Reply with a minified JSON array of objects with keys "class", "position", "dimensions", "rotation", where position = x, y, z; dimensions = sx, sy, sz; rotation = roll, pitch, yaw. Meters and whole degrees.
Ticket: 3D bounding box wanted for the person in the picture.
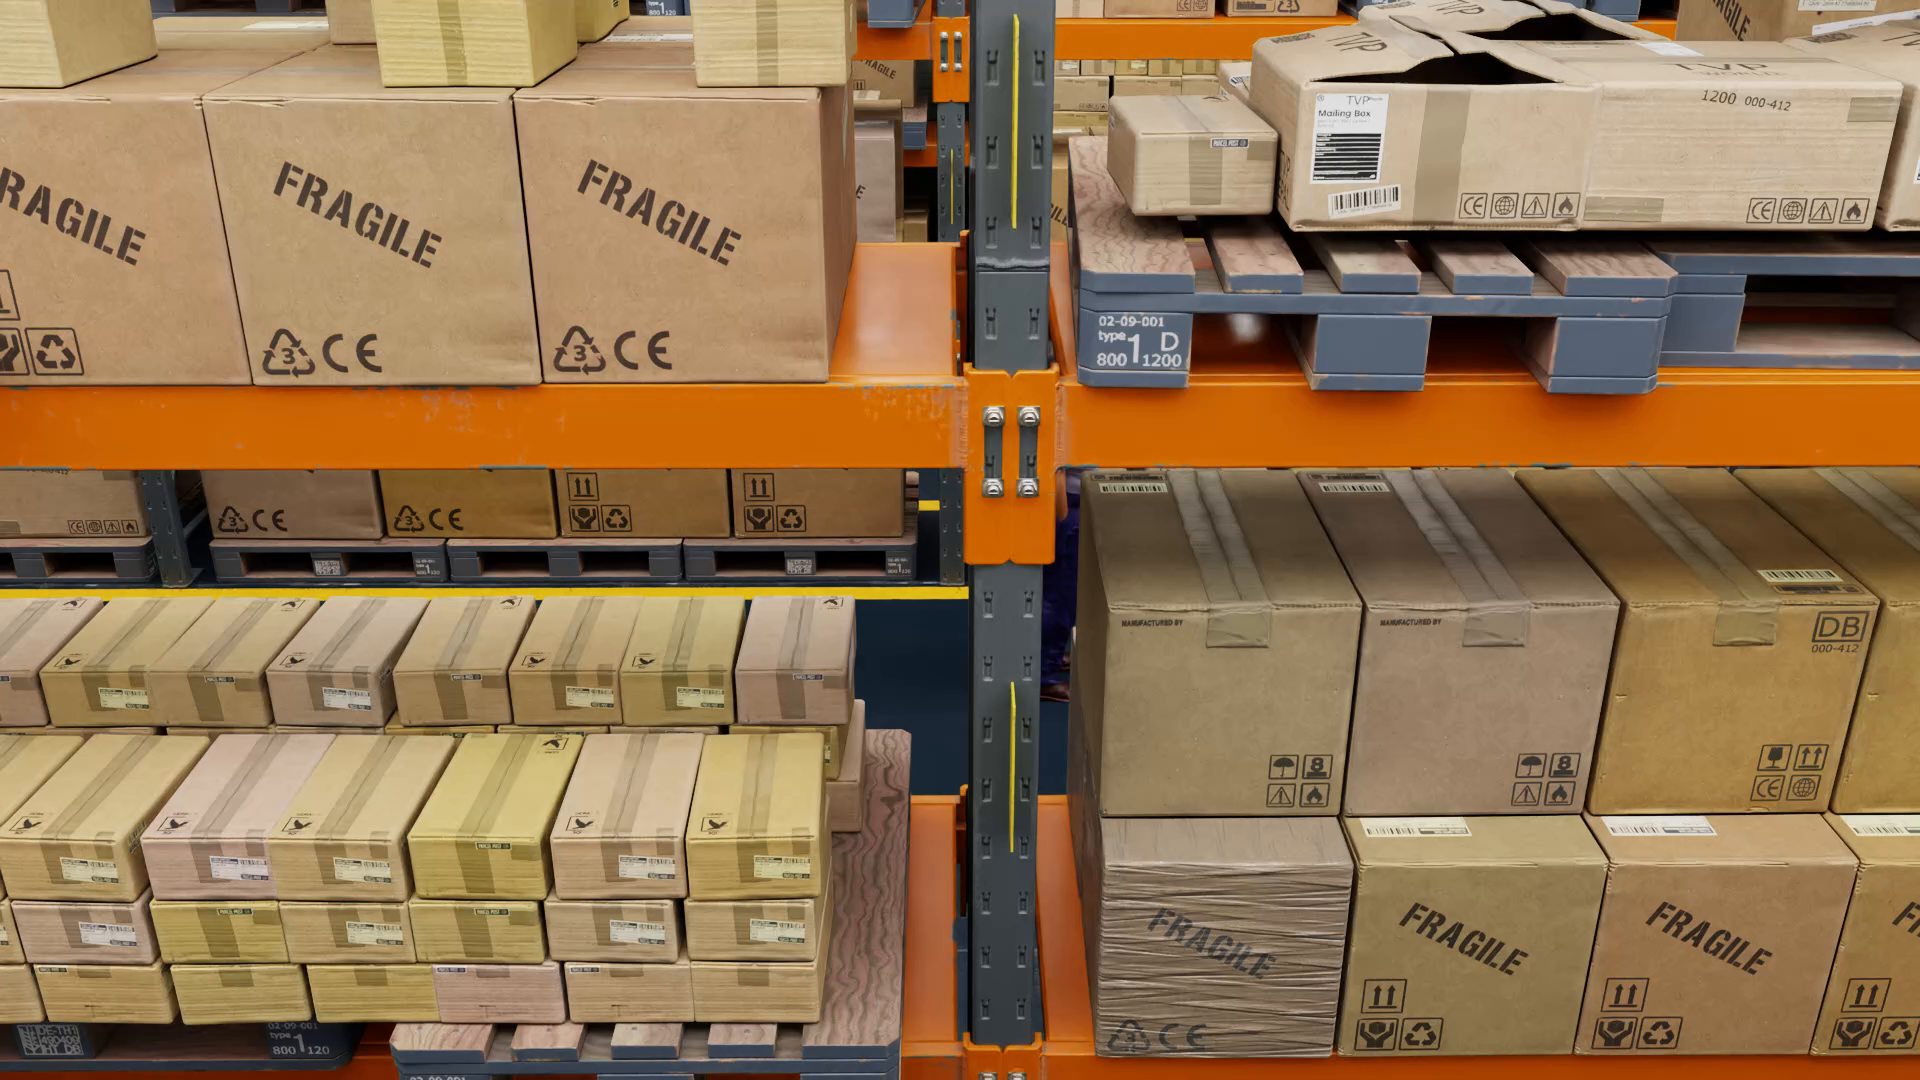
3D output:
[{"class":"person","position":[0.432,-0.101,7.363],"dimensions":[0.341,1.649,0.471],"rotation":[-1,24,-1]}]
